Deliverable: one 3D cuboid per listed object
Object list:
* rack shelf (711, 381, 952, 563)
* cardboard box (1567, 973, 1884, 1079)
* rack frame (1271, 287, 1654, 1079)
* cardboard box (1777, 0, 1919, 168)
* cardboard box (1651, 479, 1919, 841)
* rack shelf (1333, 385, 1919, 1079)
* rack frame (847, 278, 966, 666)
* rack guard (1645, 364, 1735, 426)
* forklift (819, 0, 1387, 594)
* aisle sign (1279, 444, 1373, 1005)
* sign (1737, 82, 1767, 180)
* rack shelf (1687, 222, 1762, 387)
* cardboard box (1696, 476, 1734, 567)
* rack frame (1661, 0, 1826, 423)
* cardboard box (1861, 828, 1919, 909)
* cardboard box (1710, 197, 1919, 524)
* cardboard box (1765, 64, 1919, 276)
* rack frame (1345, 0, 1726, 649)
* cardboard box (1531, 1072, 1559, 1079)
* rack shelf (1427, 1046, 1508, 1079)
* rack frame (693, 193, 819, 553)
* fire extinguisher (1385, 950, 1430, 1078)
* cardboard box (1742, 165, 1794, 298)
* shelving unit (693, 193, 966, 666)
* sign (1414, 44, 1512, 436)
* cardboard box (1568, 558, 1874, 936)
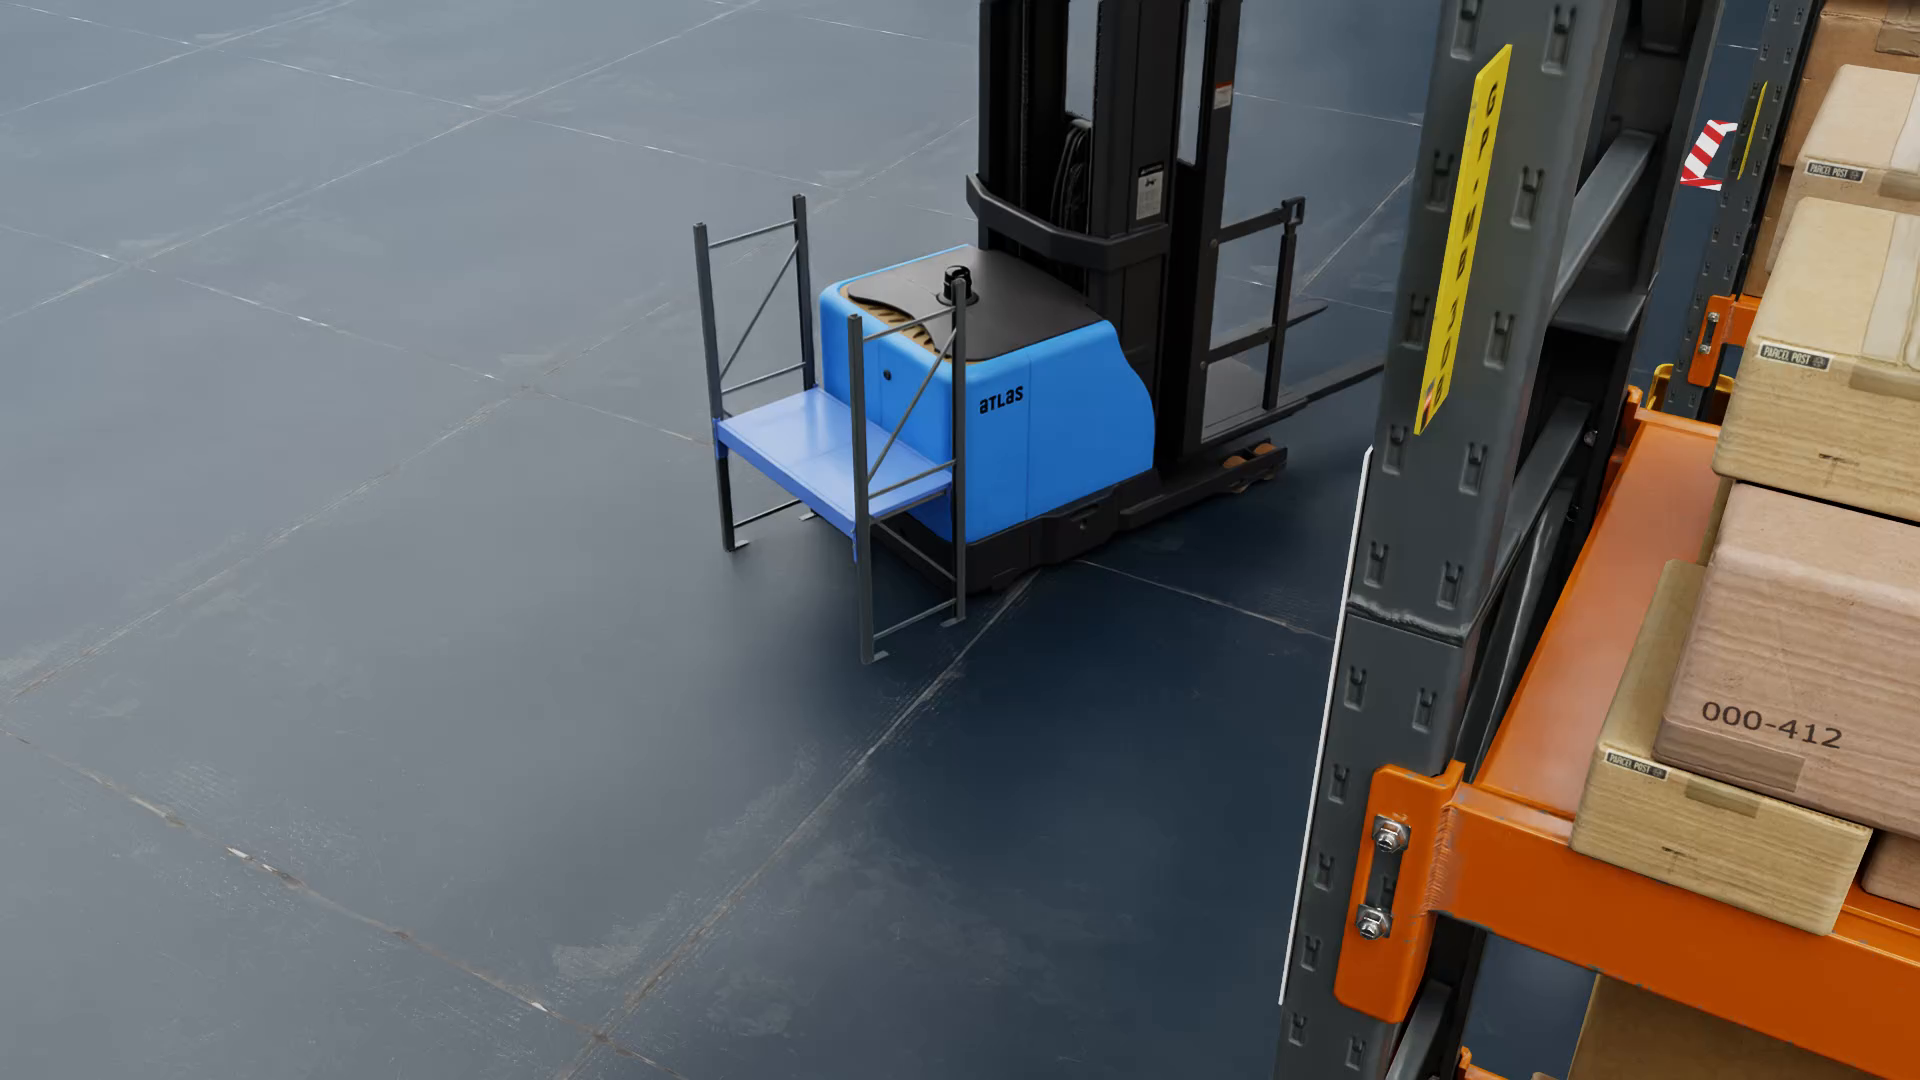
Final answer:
[{"bbox_3d":[-0.500,-0.293,6.661,0.538,0.185,1.000,-24,40,-31],"label":"rack shelf"},{"bbox_3d":[1.252,0.554,2.452,0.500,0.500,0.700,17,37,23],"label":"cardboard box"},{"bbox_3d":[0.700,1.100,2.892,0.127,3.000,1.000,18,37,24],"label":"rack frame"},{"bbox_3d":[3.371,-1.701,5.989,0.550,0.550,0.875,18,37,24],"label":"cardboard box"},{"bbox_3d":[1.004,0.056,1.620,0.500,0.250,0.500,17,37,24],"label":"cardboard box"},{"bbox_3d":[2.436,0.701,1.434,4.000,0.370,1.077,18,37,24],"label":"rack shelf"},{"bbox_3d":[-0.183,-0.223,6.231,0.500,1.500,0.032,-24,40,-31],"label":"rack frame"},{"bbox_3d":[3.047,-0.276,7.214,0.348,0.500,1.175,18,37,24],"label":"rack guard"},{"bbox_3d":[0.886,-1.647,7.079,3.031,2.935,1.130,-22,40,-30],"label":"forklift"},{"bbox_3d":[0.492,0.150,1.973,0.004,0.787,0.394,18,37,24],"label":"aisle sign"},{"bbox_3d":[2.787,-1.438,5.850,0.005,0.325,0.100,18,37,24],"label":"sign"},{"bbox_3d":[4.804,-0.461,5.884,4.000,0.370,1.077,18,37,24],"label":"rack shelf"},{"bbox_3d":[1.148,-0.081,2.185,0.250,0.149,0.380,18,38,25],"label":"cardboard box"},{"bbox_3d":[3.068,-1.310,6.511,0.127,3.000,1.000,18,37,24],"label":"rack frame"},{"bbox_3d":[1.099,0.233,1.715,0.250,0.149,0.380,16,37,23],"label":"cardboard box"},{"bbox_3d":[0.907,-0.180,1.615,0.250,0.149,0.380,17,37,24],"label":"cardboard box"},{"bbox_3d":[1.140,-0.425,1.983,0.250,0.149,0.380,18,38,25],"label":"cardboard box"},{"bbox_3d":[0.700,-1.397,1.229,0.127,3.000,1.000,18,37,24],"label":"rack frame"},{"bbox_3d":[0.973,1.198,2.386,0.500,0.500,0.500,17,37,24],"label":"cardboard box"},{"bbox_3d":[2.436,1.949,2.265,4.000,0.370,1.077,18,37,24],"label":"rack shelf"},{"bbox_3d":[-0.818,-0.663,6.892,0.500,1.500,0.032,-24,40,-31],"label":"rack frame"},{"bbox_3d":[0.829,0.879,3.294,0.183,0.674,0.296,18,37,24],"label":"fire extinguisher"},{"bbox_3d":[3.413,-1.292,6.349,0.550,0.550,0.875,18,37,24],"label":"cardboard box"},{"bbox_3d":[-0.500,-0.443,6.562,0.538,1.500,1.048,-24,40,-31],"label":"shelving unit"},{"bbox_3d":[0.431,-0.251,1.426,0.005,0.325,0.100,18,37,24],"label":"sign"},{"bbox_3d":[0.827,0.203,1.759,0.250,0.149,0.380,18,38,24],"label":"cardboard box"}]
